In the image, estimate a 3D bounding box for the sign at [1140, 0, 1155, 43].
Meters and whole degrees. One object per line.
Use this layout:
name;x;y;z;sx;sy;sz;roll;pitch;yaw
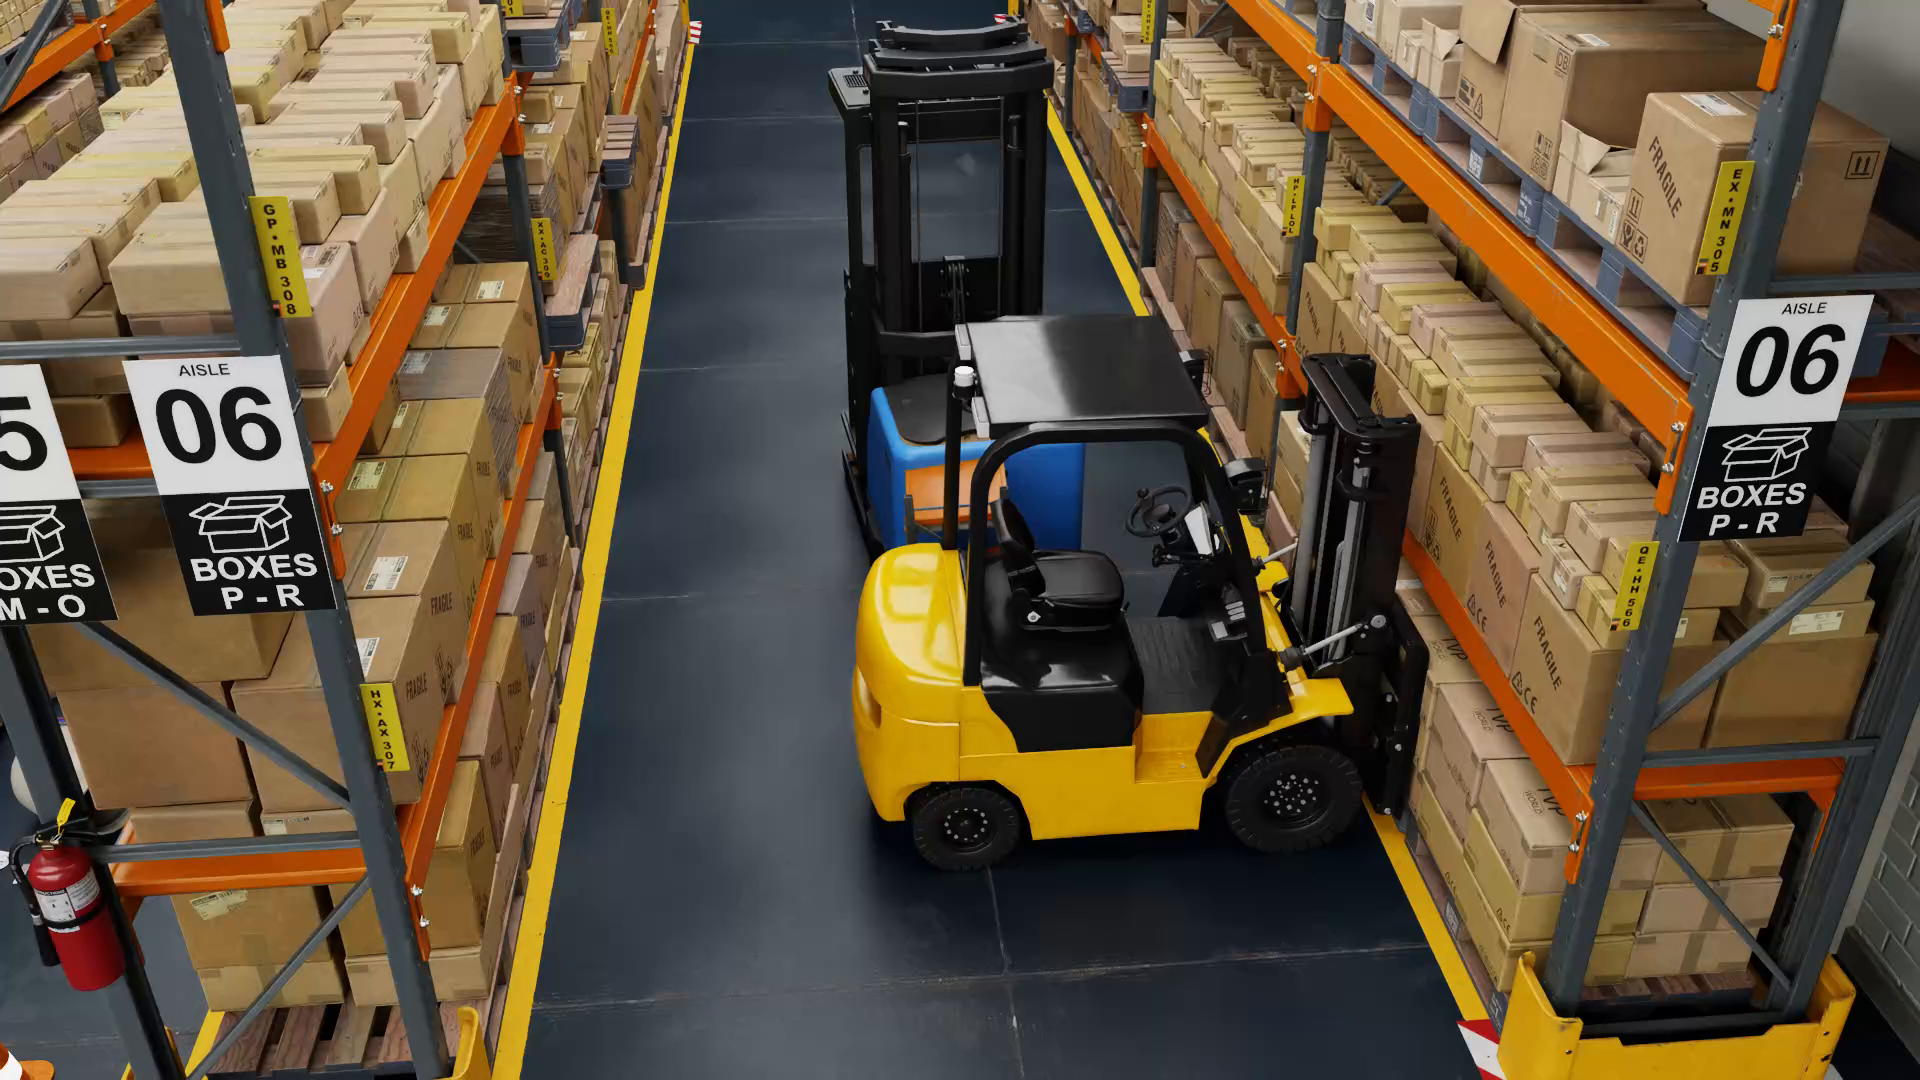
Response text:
sign;1.373;-3.790;12.117;0.100;0.325;0.005;-3;31;-5

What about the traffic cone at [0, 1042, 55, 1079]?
traffic cone;-3.606;1.898;6.121;0.336;0.463;0.334;-3;31;-5

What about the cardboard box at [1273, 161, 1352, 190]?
cardboard box;2.021;-2.059;9.541;0.380;0.149;0.250;-3;31;-5

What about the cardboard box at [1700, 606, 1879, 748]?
cardboard box;2.890;0.418;6.028;0.500;0.500;0.500;-2;31;-3

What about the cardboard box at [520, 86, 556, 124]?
cardboard box;-2.551;-2.512;9.600;0.380;0.149;0.250;-1;31;-2

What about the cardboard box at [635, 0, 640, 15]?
cardboard box;-3.011;-4.578;14.147;0.500;0.250;0.500;-2;31;-3

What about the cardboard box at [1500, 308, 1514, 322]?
cardboard box;2.639;-0.961;7.704;0.380;0.149;0.250;-2;31;-3

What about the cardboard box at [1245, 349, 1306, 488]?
cardboard box;2.226;-0.742;9.973;0.875;0.625;0.625;-1;31;-2

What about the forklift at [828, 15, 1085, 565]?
forklift;-0.122;-1.574;9.527;1.130;2.935;3.031;-6;31;-10

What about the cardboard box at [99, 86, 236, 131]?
cardboard box;-2.784;-1.495;5.871;0.380;0.149;0.250;-2;31;-3

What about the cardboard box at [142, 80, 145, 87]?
cardboard box;-8.209;-4.403;16.277;0.380;0.149;0.250;-3;31;-5

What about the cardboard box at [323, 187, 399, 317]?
cardboard box;-2.101;-0.911;5.282;0.500;0.250;0.500;-3;31;-5

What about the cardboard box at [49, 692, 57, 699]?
cardboard box;-4.716;0.617;8.458;0.396;0.266;0.258;27;40;37

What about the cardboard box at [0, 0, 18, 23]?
cardboard box;-7.989;-4.344;13.643;0.380;0.149;0.250;-4;31;-7

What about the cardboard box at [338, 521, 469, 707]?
cardboard box;-2.101;0.277;5.974;0.500;0.500;0.500;-2;31;-3

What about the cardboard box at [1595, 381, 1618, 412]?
cardboard box;2.827;-0.572;6.763;0.380;0.149;0.250;-3;31;-6

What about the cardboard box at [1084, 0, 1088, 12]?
cardboard box;1.287;-4.794;14.573;0.396;0.266;0.258;-1;31;-2

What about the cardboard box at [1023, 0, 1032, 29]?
cardboard box;1.128;-6.234;19.286;0.797;0.503;0.637;-4;31;-7

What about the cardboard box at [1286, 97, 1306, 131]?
cardboard box;2.307;-2.739;10.681;0.380;0.149;0.250;-2;31;-3

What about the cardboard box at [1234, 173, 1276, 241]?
cardboard box;1.931;-1.966;9.775;0.500;0.250;0.500;-4;31;-6

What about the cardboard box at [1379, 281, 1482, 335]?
cardboard box;2.141;-1.061;7.581;0.380;0.149;0.250;-3;31;-5

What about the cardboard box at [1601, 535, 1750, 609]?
cardboard box;2.417;0.105;5.629;0.380;0.149;0.250;-3;31;-4

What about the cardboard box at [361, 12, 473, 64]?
cardboard box;-2.218;-2.054;6.806;0.380;0.149;0.250;-2;31;-3

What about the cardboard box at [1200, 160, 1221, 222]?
cardboard box;1.855;-2.270;10.772;0.500;0.250;0.500;-2;31;-3

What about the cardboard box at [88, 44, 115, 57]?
cardboard box;-8.809;-4.914;16.843;0.380;0.149;0.250;-4;31;-6

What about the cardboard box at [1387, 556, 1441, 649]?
cardboard box;2.156;0.301;7.617;0.500;0.250;0.500;-3;31;-6

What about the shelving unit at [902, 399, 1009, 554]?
shelving unit;0.005;-0.011;8.633;0.538;1.125;1.048;-5;31;0

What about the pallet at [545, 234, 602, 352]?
pallet;-2.582;-1.390;9.339;1.003;0.211;1.213;-3;31;-5

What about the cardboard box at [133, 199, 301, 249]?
cardboard box;-2.151;-0.875;4.831;0.380;0.149;0.250;-3;31;-5

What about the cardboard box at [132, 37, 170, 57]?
cardboard box;-8.268;-5.068;17.100;0.380;0.149;0.250;-3;31;-4

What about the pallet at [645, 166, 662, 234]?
pallet;-3.139;-2.948;14.480;1.003;0.211;1.213;-3;31;-5

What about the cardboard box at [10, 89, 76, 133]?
cardboard box;-7.966;-3.669;14.264;0.500;0.250;0.500;-1;31;-2

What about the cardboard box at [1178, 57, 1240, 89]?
cardboard box;1.725;-3.236;11.512;0.380;0.149;0.250;-2;31;-3

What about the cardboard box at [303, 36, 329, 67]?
cardboard box;-2.829;-1.926;6.980;0.500;0.250;0.500;-3;31;-5

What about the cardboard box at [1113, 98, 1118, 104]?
cardboard box;1.546;-3.789;14.564;0.380;0.149;0.250;-3;31;-4

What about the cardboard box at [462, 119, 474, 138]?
cardboard box;-2.338;-1.846;7.236;0.380;0.149;0.250;-2;31;-4

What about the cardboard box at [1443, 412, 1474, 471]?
cardboard box;2.204;-0.412;6.784;0.380;0.149;0.250;-3;31;-4

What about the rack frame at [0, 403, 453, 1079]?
rack frame;-2.282;0.967;5.206;1.000;3.000;0.127;-3;31;-5

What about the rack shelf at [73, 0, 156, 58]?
rack shelf;-8.509;-5.583;16.874;1.077;0.370;4.000;-3;31;-5

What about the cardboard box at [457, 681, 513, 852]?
cardboard box;-2.138;0.941;6.790;0.500;0.500;0.500;-4;31;-6

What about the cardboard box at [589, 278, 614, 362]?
cardboard box;-2.909;-1.504;11.497;0.950;0.372;0.625;-3;31;-6

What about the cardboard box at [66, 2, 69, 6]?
cardboard box;-8.088;-4.750;14.613;0.380;0.149;0.250;-3;31;-6

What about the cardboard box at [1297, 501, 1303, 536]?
cardboard box;2.073;-0.011;8.627;0.500;0.250;0.500;-3;31;-5

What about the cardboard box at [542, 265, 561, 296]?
cardboard box;-2.392;-1.445;9.080;0.380;0.149;0.250;-2;31;-4

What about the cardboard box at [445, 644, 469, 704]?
cardboard box;-2.067;0.492;6.246;0.380;0.149;0.250;-2;31;-4

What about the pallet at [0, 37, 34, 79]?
pallet;-8.174;-3.755;13.299;1.003;0.211;1.213;-3;31;-5

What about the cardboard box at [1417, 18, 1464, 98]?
cardboard box;2.123;-1.996;6.866;0.396;0.266;0.258;-3;31;-6

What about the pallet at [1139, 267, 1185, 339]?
pallet;1.951;-1.738;12.454;1.003;0.211;1.213;-3;31;-5

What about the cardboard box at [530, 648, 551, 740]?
cardboard box;-2.230;0.745;7.850;0.500;0.250;0.500;-2;31;-4

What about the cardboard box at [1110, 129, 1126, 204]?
cardboard box;1.571;-3.193;14.199;0.500;0.500;0.500;-1;31;-2

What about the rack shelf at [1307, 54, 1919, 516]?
rack shelf;2.473;-1.273;6.732;1.077;0.370;4.000;-3;31;-5

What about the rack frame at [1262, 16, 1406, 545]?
rack frame;2.286;-1.315;9.027;1.000;3.000;0.127;-3;31;-5

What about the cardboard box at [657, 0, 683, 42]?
cardboard box;-3.615;-5.950;18.876;0.875;0.438;0.875;-4;31;-6
